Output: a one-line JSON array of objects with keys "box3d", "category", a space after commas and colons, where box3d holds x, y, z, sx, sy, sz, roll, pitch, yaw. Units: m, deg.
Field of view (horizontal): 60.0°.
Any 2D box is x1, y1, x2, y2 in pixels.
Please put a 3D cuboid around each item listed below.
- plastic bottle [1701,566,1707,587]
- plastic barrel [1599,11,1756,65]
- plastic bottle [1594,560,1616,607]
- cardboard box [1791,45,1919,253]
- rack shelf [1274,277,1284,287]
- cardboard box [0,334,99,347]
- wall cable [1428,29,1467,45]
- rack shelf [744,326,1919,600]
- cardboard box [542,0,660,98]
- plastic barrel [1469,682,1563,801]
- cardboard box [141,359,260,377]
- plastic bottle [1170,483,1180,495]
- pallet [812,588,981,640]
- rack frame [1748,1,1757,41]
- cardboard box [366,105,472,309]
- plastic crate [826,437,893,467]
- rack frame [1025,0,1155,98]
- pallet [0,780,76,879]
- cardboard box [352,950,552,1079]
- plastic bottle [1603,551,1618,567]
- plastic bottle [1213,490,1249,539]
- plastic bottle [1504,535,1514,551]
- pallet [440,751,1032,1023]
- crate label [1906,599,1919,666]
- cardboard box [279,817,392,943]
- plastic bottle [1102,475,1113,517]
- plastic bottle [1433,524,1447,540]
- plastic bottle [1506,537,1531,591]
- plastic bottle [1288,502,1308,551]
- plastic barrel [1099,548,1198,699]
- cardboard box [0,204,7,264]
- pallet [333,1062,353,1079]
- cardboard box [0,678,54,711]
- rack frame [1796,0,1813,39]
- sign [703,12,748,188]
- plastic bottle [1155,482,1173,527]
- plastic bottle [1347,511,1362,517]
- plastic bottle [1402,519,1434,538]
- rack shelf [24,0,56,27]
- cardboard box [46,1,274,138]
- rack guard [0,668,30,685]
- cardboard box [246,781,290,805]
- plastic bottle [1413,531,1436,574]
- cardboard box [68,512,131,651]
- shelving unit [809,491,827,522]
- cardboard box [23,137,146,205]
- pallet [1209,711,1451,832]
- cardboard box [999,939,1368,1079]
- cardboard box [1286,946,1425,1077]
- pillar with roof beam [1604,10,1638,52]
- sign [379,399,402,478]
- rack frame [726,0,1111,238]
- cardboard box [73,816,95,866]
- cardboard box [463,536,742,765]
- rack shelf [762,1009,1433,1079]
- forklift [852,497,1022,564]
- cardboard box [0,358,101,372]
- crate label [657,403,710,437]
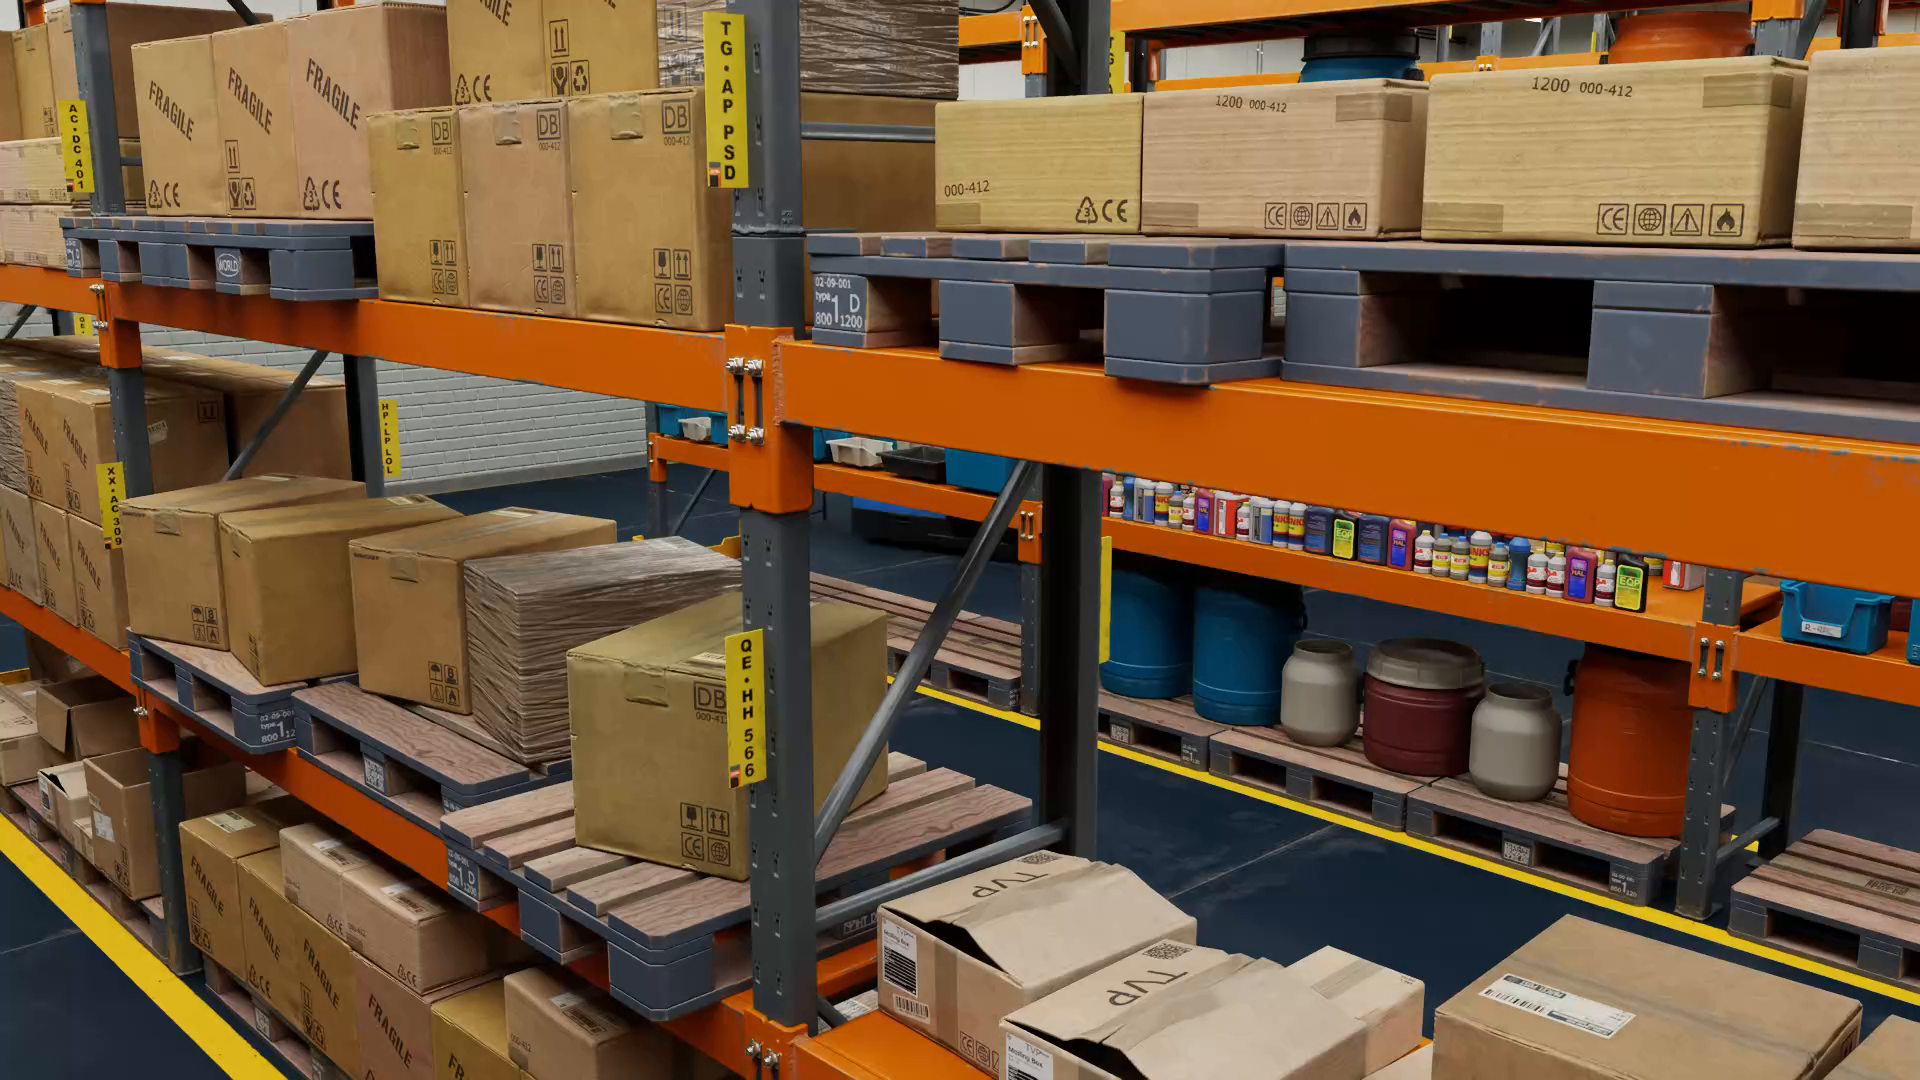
[{"box3d": [3.466, 0.064, 7.813, 0.152, 0.276, 0.135, -11, 16, -43], "category": "plastic bottle"}, {"box3d": [3.141, -1.857, 7.292, 0.600, 0.830, 0.708, -11, 16, -43], "category": "plastic barrel"}, {"box3d": [2.876, 0.190, 7.388, 0.097, 0.201, 0.097, 0, 12, 0], "category": "plastic bottle"}, {"box3d": [1.432, -0.504, 2.161, 0.500, 0.250, 0.500, 10, 15, 40], "category": "cardboard box"}, {"box3d": [2.149, -1.297, 8.462, 1.077, 0.370, 4.000, -11, 16, -43], "category": "rack shelf"}, {"box3d": [-5.073, -0.879, 9.355, 0.500, 0.500, 0.500, -11, 16, -43], "category": "cardboard box"}, {"box3d": [9.371, -10.484, 30.053, 2.988, 3.039, 0.133, -11, 16, -43], "category": "wall cable"}, {"box3d": [1.327, -0.024, 2.281, 1.077, 0.370, 4.000, -11, 16, -43], "category": "rack shelf"}, {"box3d": [-0.703, -1.346, 4.189, 0.500, 0.500, 0.500, -11, 16, -43], "category": "cardboard box"}, {"box3d": [2.726, 0.985, 8.159, 0.421, 0.512, 0.421, 0, 12, 0], "category": "plastic barrel"}, {"box3d": [-3.650, -0.580, 7.904, 0.500, 0.500, 0.500, 11, 16, 43], "category": "cardboard box"}, {"box3d": [1.274, -0.399, 10.061, 0.152, 0.276, 0.135, -11, 16, -43], "category": "plastic bottle"}, {"box3d": [-0.614, 0.613, 11.750, 1.003, 0.211, 1.213, -11, 16, -43], "category": "pallet"}, {"box3d": [12.343, -6.758, 25.750, 1.000, 3.000, 0.127, -11, 16, -43], "category": "rack frame"}, {"box3d": [-1.091, -0.926, 4.631, 0.910, 0.500, 0.500, -11, 16, -43], "category": "cardboard box"}, {"box3d": [-0.652, -0.585, 11.160, 0.293, 0.136, 0.466, -11, 16, -43], "category": "plastic crate"}, {"box3d": [0.768, -3.411, 9.504, 1.000, 3.000, 0.127, -11, 16, -43], "category": "rack frame"}, {"box3d": [-4.137, 1.305, 8.395, 1.003, 0.211, 1.213, -11, 16, -43], "category": "pallet"}, {"box3d": [-1.594, 1.555, 5.374, 0.500, 0.500, 0.500, 11, 16, 43], "category": "cardboard box"}, {"box3d": [3.146, -0.004, 8.141, 0.152, 0.276, 0.135, -11, 16, -43], "category": "plastic bottle"}, {"box3d": [1.452, -0.156, 8.880, 0.152, 0.276, 0.135, -11, 16, -43], "category": "plastic bottle"}, {"box3d": [2.834, -0.075, 8.500, 0.097, 0.271, 0.097, 0, 12, 0], "category": "plastic bottle"}, {"box3d": [-0.573, 0.806, 4.380, 1.213, 0.211, 1.003, -11, 16, -43], "category": "pallet"}, {"box3d": [4.021, 0.277, 6.386, 0.502, 0.435, 0.616, -11, 16, -43], "category": "crate label"}, {"box3d": [-1.968, 1.109, 5.678, 0.500, 0.250, 0.500, -11, 16, -42], "category": "cardboard box"}, {"box3d": [0.805, -0.283, 9.478, 0.061, 0.283, 0.133, -11, 16, -43], "category": "plastic bottle"}, {"box3d": [2.508, -0.138, 8.796, 0.152, 0.276, 0.135, -11, 16, -43], "category": "plastic bottle"}, {"box3d": [2.582, 0.093, 7.682, 0.097, 0.271, 0.097, 0, 12, 0], "category": "plastic bottle"}, {"box3d": [1.740, -0.085, 8.547, 0.097, 0.271, 0.097, 0, 12, 0], "category": "plastic bottle"}, {"box3d": [1.132, 0.431, 9.882, 0.600, 0.901, 0.708, -11, 16, -43], "category": "plastic barrel"}, {"box3d": [-4.034, -1.358, 7.348, 0.500, 0.250, 0.500, -11, 16, -43], "category": "cardboard box"}, {"box3d": [-1.381, 1.875, 5.628, 1.003, 0.211, 1.213, -11, 16, -43], "category": "pallet"}, {"box3d": [-5.064, 0.957, 8.897, 0.500, 0.250, 0.500, -11, 16, -43], "category": "cardboard box"}, {"box3d": [8.008, -4.777, 16.137, 1.000, 3.000, 0.127, -11, 16, -43], "category": "rack frame"}, {"box3d": [-0.448, -0.846, 3.208, 0.100, 0.325, 0.005, -11, 16, -43], "category": "sign"}, {"box3d": [1.125, -0.215, 9.177, 0.097, 0.271, 0.097, 0, 12, 0], "category": "plastic bottle"}, {"box3d": [1.978, -0.053, 8.362, 0.061, 0.283, 0.133, -11, 16, -43], "category": "plastic bottle"}, {"box3d": [2.383, -0.158, 8.706, 0.144, 0.351, 0.185, -11, 16, -43], "category": "plastic bottle"}, {"box3d": [-4.198, -2.659, 7.646, 1.077, 0.370, 4.000, -11, 16, -43], "category": "rack shelf"}, {"box3d": [-3.180, -1.856, 6.667, 0.700, 0.500, 0.500, -11, 16, -43], "category": "cardboard box"}, {"box3d": [-5.527, 0.869, 9.794, 1.175, 0.500, 0.348, -11, 16, -43], "category": "rack guard"}, {"box3d": [-2.950, 1.227, 7.432, 0.500, 0.311, 0.500, -11, 16, -43], "category": "cardboard box"}, {"box3d": [2.246, 0.057, 8.034, 0.097, 0.201, 0.097, 0, 12, 0], "category": "plastic bottle"}, {"box3d": [-3.348, 0.131, 6.932, 0.500, 0.500, 0.500, -11, 16, -42], "category": "cardboard box"}, {"box3d": [-1.102, -0.851, 15.664, 0.755, 1.500, 0.431, 7, 14, 32], "category": "shelving unit"}, {"box3d": [-3.349, -1.456, 6.584, 0.500, 0.250, 0.500, -11, 16, -43], "category": "cardboard box"}, {"box3d": [2.118, 1.190, 8.951, 1.003, 0.211, 1.213, -11, 16, -43], "category": "pallet"}, {"box3d": [0.423, 1.002, 3.173, 0.500, 0.311, 0.500, -11, 16, -43], "category": "cardboard box"}, {"box3d": [0.766, 1.017, 3.503, 0.380, 0.149, 0.250, -11, 16, -43], "category": "cardboard box"}, {"box3d": [8.019, -6.677, 25.358, 9.100, 9.000, 0.548, -11, 16, -43], "category": "pillar with roof beam"}, {"box3d": [-2.418, -0.428, 7.023, 0.100, 0.325, 0.005, -11, 16, -43], "category": "sign"}, {"box3d": [-0.054, -2.137, 3.323, 1.000, 3.000, 0.127, -11, 16, -43], "category": "rack frame"}, {"box3d": [-3.718, 1.308, 7.442, 0.380, 0.149, 0.250, -11, 16, -43], "category": "cardboard box"}, {"box3d": [-1.064, 0.310, 5.023, 0.700, 0.500, 0.500, -7, 14, -32], "category": "cardboard box"}, {"box3d": [1.327, 1.445, 2.584, 1.077, 0.370, 4.000, -11, 16, -43], "category": "rack shelf"}, {"box3d": [0.531, -1.354, 14.561, 3.031, 2.935, 1.130, 7, 14, 32], "category": "forklift"}, {"box3d": [-4.404, -0.581, 7.909, 0.500, 0.500, 0.500, -11, 16, -43], "category": "cardboard box"}, {"box3d": [-2.062, -0.922, 12.556, 0.416, 0.233, 0.303, -11, 16, -43], "category": "crate label"}]
